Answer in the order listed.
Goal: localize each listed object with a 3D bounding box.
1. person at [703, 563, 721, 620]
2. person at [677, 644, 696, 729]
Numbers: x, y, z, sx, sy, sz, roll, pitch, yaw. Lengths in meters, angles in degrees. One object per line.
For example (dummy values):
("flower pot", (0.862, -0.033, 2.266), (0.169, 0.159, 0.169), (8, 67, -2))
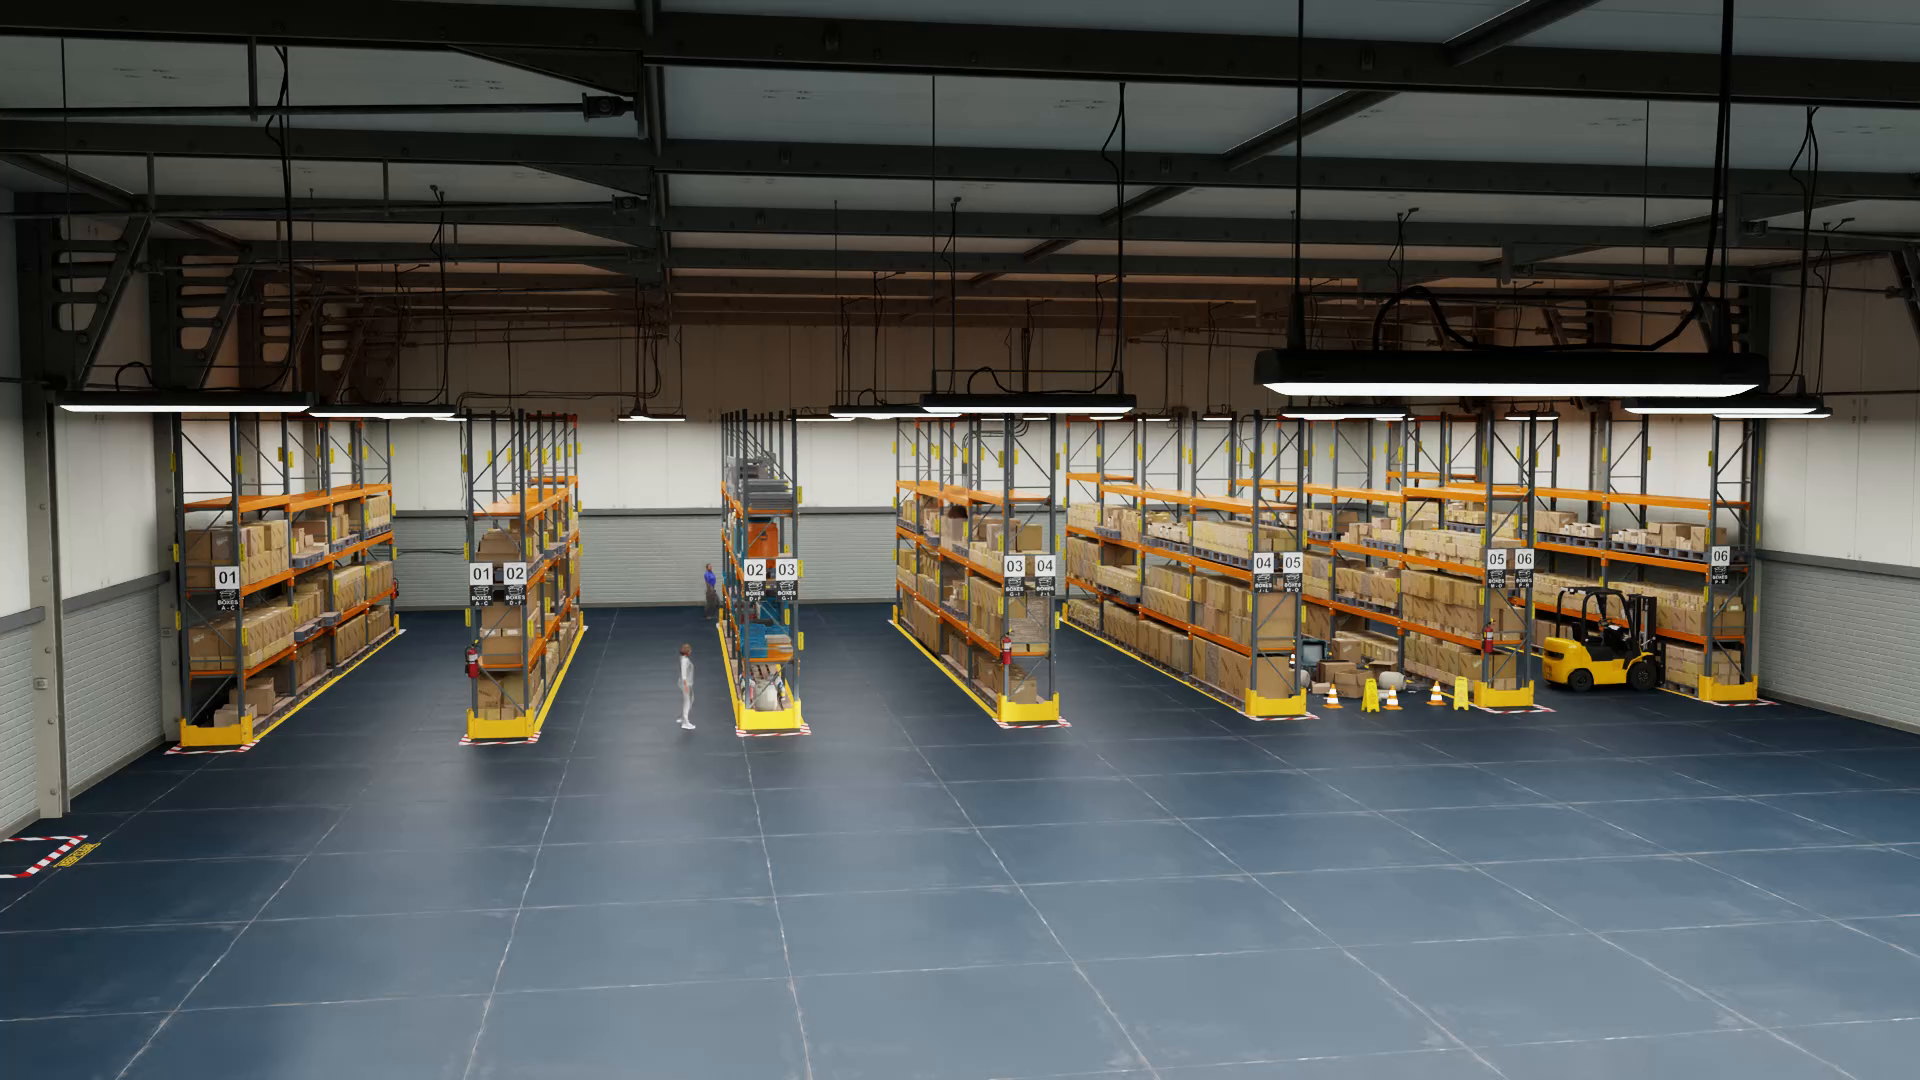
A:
("person", (-7.251, 1.522, 48.530), (0.495, 1.662, 0.496), (0, 4, -1))
("person", (-5.172, 2.751, 31.333), (0.401, 1.617, 0.486), (0, 4, -2))
